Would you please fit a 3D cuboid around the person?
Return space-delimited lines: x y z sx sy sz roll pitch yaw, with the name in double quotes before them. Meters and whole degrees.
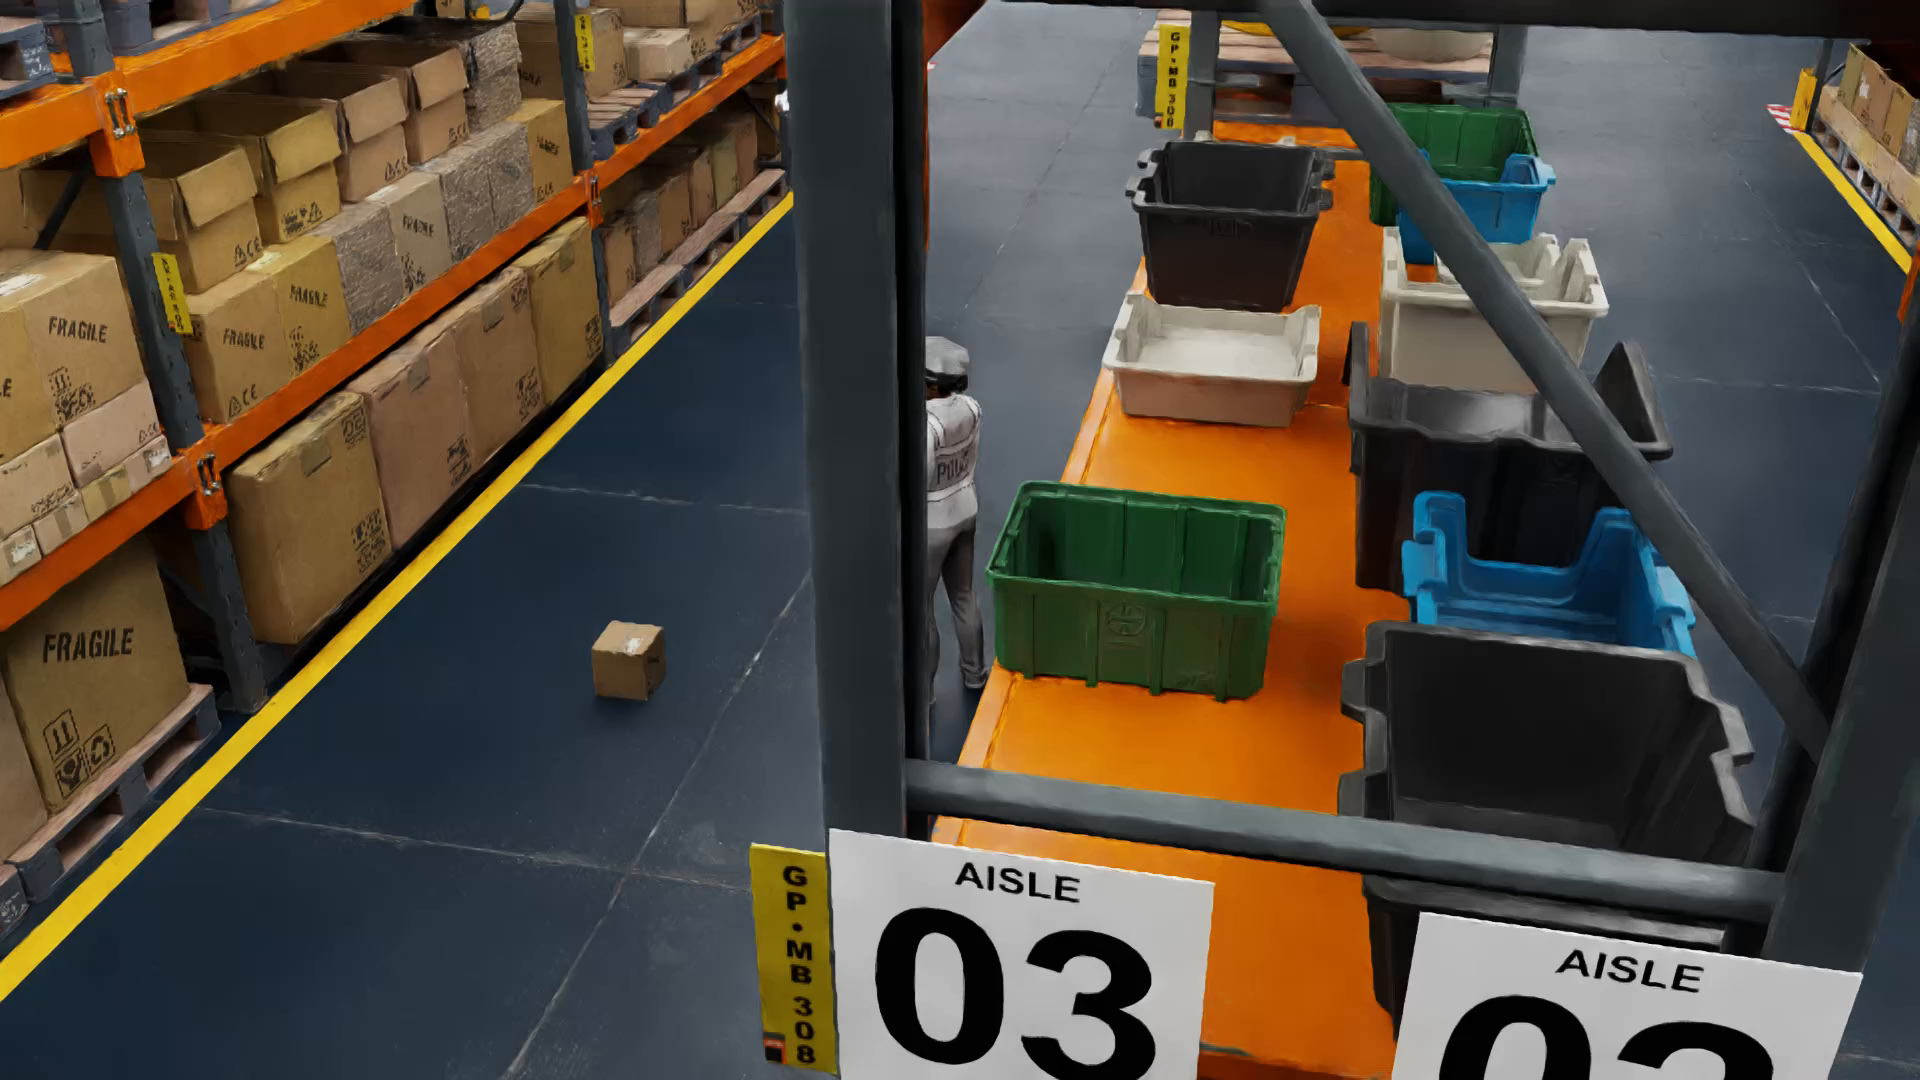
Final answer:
"person" -0.104 -0.064 7.172 0.369 1.682 0.589 20 35 32
